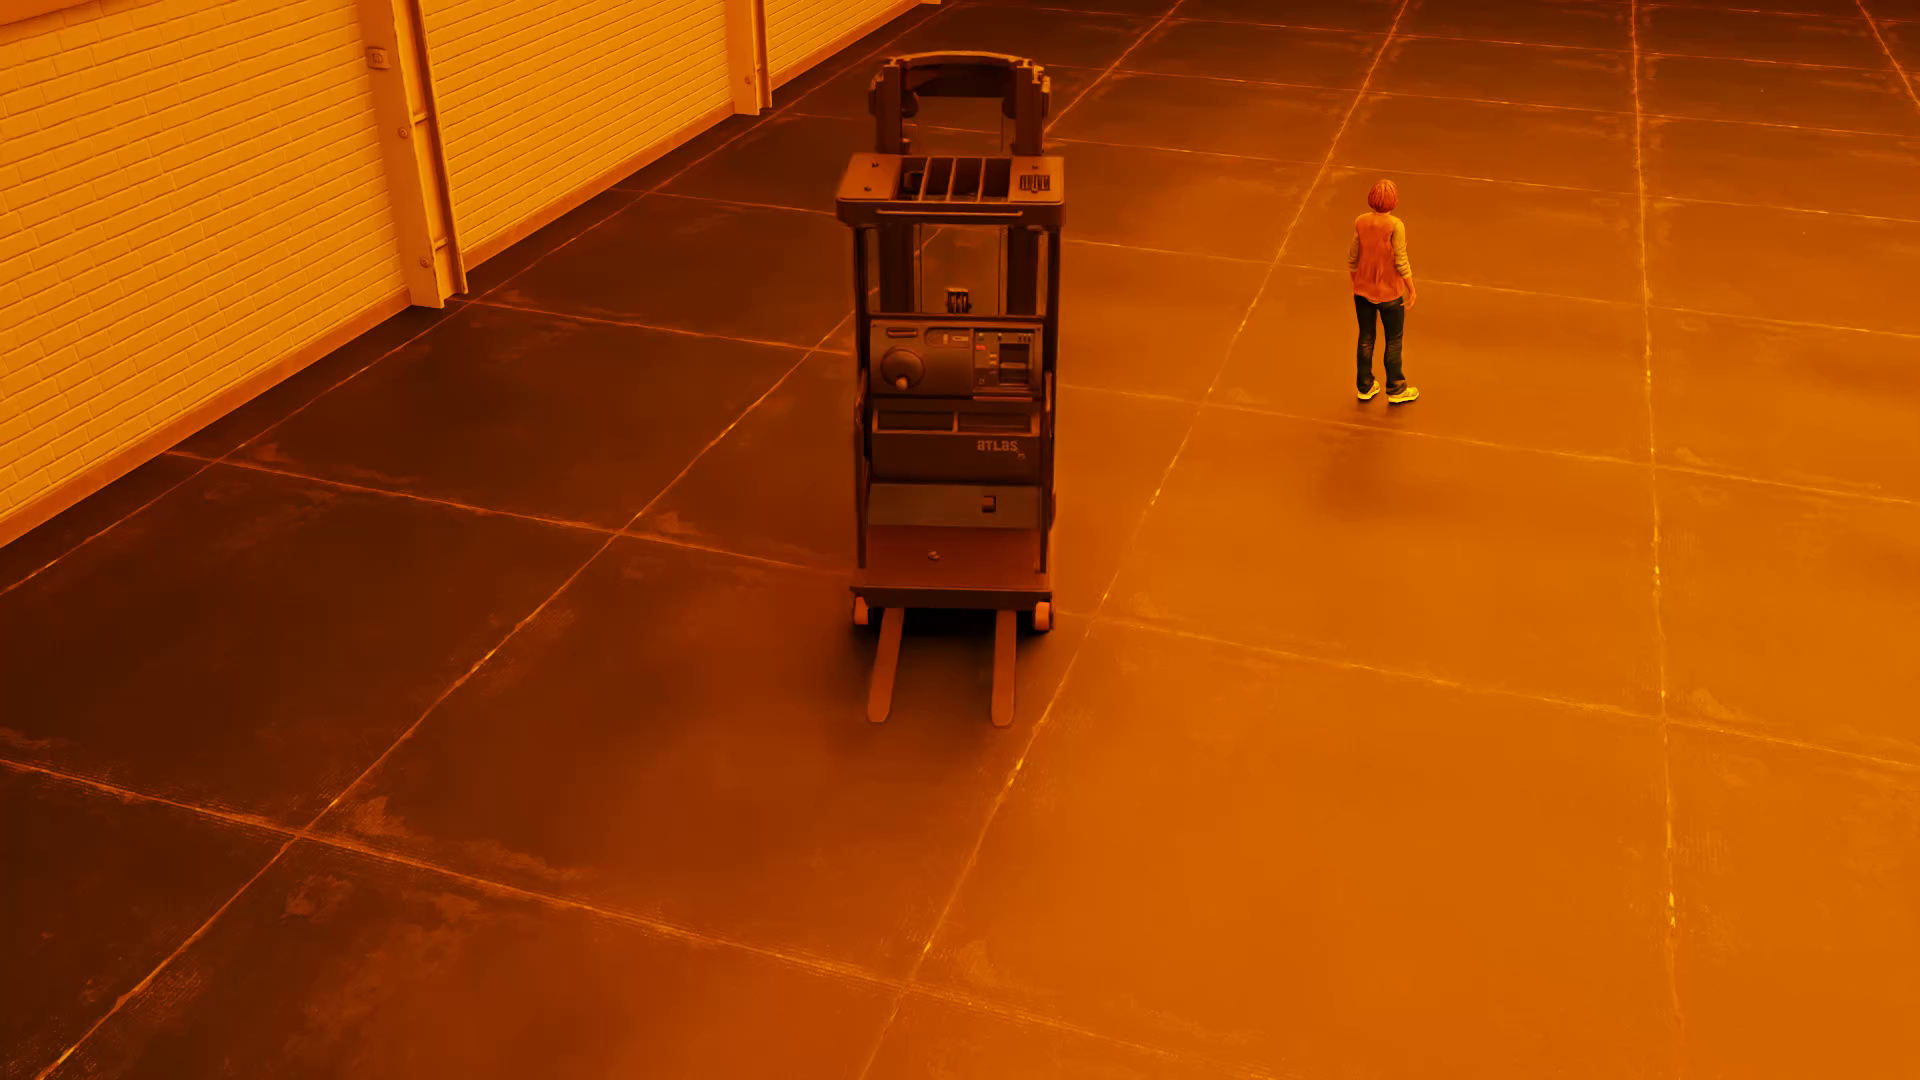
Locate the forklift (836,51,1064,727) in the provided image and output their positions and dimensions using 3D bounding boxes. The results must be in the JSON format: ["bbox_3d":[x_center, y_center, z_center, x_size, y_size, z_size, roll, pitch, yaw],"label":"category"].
[{"bbox_3d":[-0.029,-0.935,8.777,1.130,2.935,3.031,1,30,2],"label":"forklift"}]

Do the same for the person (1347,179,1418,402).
[{"bbox_3d":[2.945,-1.727,11.497,0.473,1.599,0.519,-26,39,-38],"label":"person"}]
